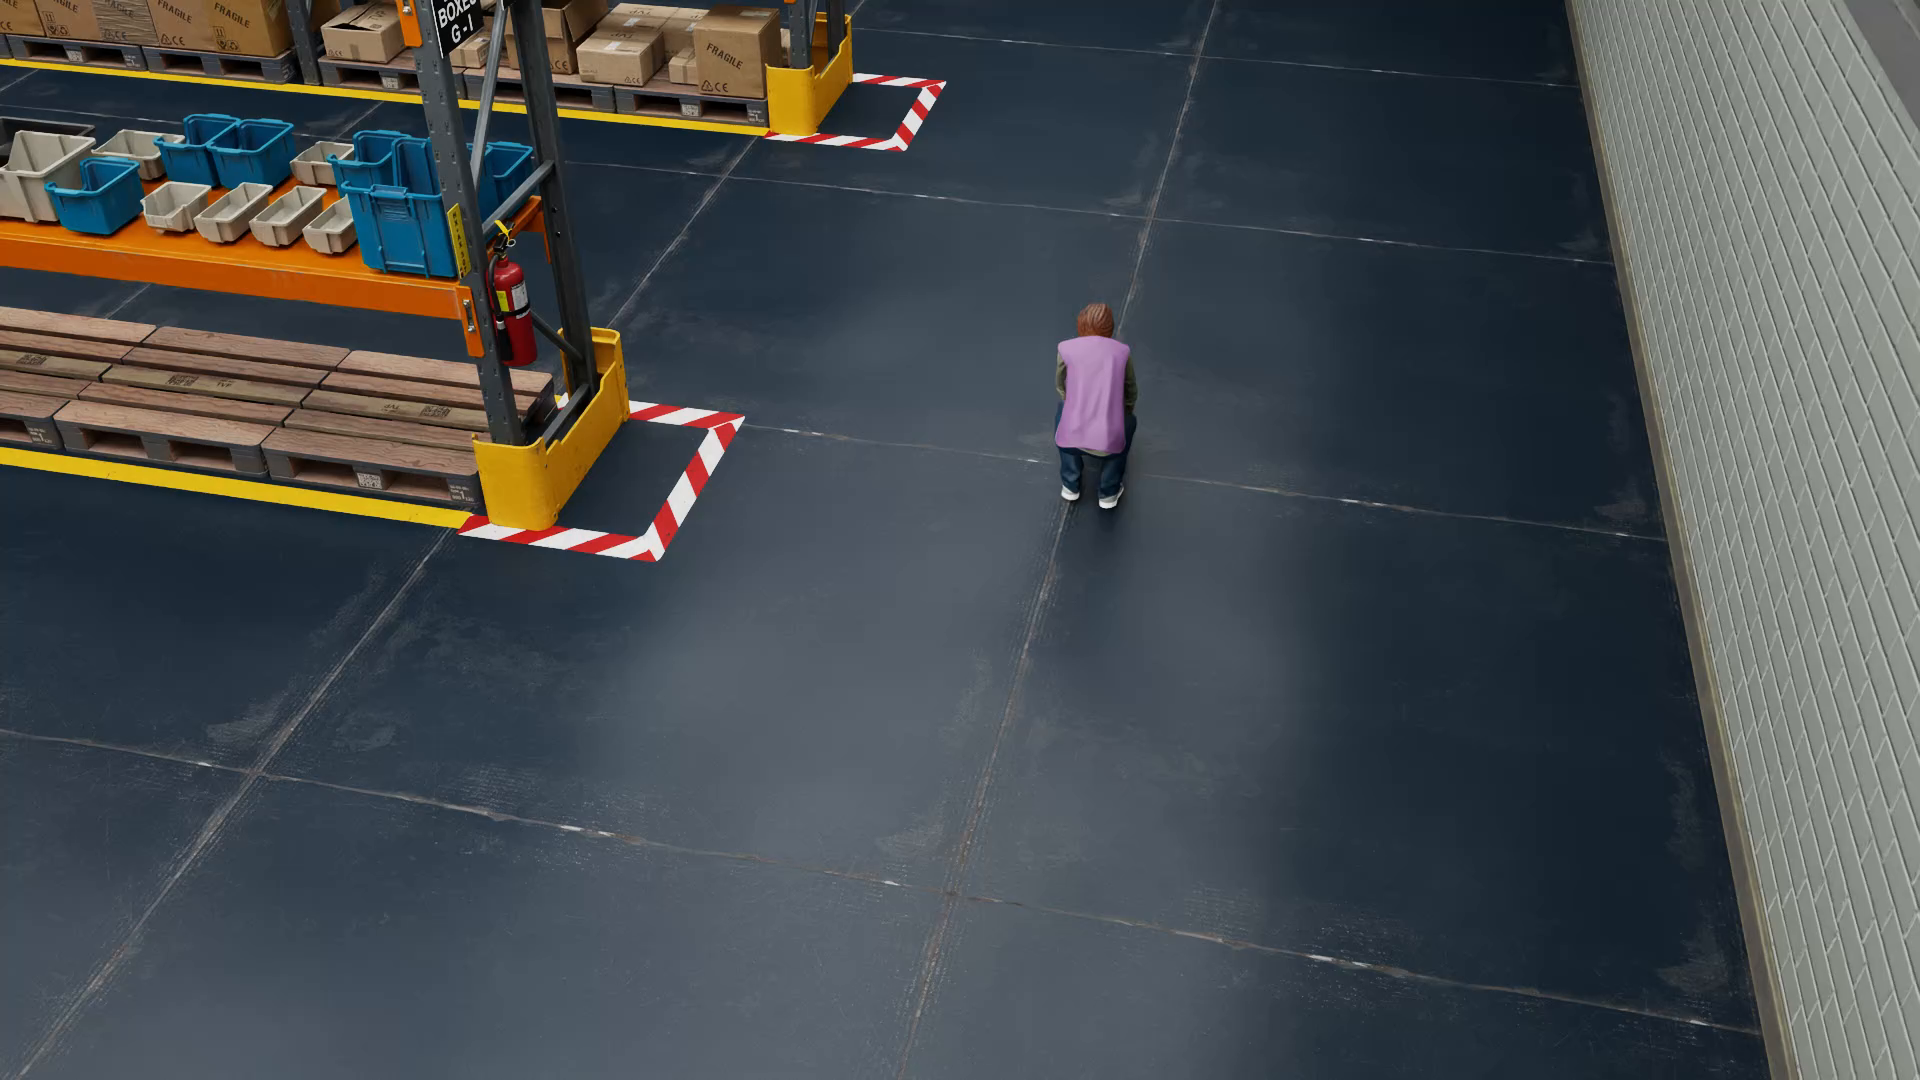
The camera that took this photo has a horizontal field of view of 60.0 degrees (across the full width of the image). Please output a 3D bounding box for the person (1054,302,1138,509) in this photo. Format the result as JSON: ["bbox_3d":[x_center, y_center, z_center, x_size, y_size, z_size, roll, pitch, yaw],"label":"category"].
[{"bbox_3d":[0.675,-0.663,8.422,0.445,0.909,0.809,7,38,10],"label":"person"}]
